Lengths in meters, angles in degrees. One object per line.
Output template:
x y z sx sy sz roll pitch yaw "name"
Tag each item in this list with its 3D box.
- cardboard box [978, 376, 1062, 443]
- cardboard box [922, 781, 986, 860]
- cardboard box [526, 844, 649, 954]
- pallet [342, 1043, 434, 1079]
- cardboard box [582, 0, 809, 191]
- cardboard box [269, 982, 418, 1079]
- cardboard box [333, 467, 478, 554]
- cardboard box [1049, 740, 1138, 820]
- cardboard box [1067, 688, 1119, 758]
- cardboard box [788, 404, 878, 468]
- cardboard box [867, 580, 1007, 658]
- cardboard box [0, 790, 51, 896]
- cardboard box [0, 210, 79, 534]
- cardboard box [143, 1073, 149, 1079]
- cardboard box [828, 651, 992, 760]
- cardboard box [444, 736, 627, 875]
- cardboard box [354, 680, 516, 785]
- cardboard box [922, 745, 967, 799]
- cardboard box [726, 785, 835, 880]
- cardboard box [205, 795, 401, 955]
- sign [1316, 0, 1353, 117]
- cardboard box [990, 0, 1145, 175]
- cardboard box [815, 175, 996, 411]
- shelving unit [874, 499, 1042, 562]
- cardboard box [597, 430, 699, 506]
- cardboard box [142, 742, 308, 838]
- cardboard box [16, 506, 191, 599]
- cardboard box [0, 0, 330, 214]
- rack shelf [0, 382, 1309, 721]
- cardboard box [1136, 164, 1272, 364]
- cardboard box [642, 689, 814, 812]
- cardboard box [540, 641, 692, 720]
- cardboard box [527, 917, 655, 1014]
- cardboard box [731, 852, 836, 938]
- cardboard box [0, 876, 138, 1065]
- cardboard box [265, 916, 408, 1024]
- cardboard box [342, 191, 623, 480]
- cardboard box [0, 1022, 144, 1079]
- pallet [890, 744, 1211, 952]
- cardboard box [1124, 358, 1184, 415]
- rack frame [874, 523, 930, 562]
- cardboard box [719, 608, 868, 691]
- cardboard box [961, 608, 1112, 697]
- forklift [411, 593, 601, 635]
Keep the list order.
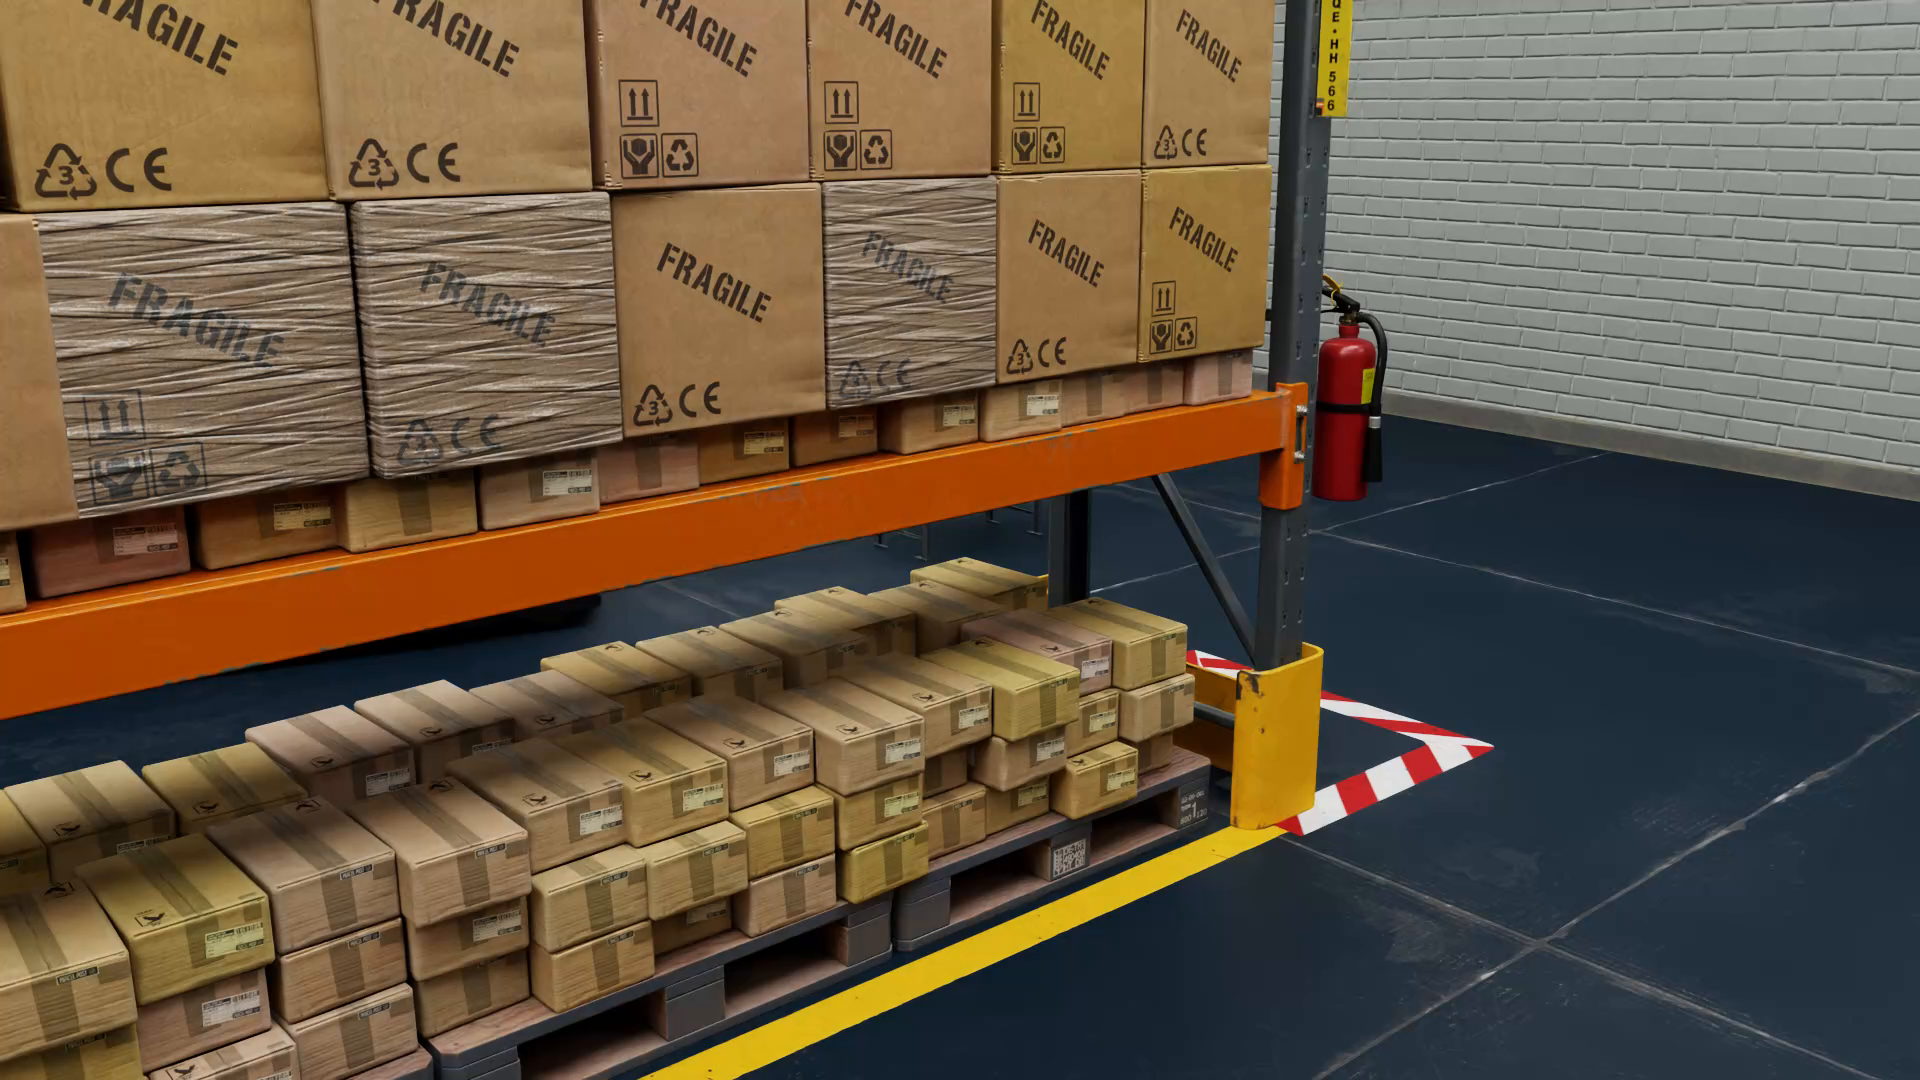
0.046 -0.367 4.299 0.250 0.149 0.380 -12 19 -38 "cardboard box"
-0.146 0.713 4.479 0.250 0.149 0.380 -12 19 -39 "cardboard box"
-0.906 0.756 3.741 0.250 0.149 0.380 -13 20 -40 "cardboard box"
-1.858 1.177 3.433 1.213 0.211 1.003 -13 19 -39 "pallet"
-0.672 -1.010 3.511 0.500 0.500 0.500 -14 20 -41 "cardboard box"
-1.344 0.976 3.494 0.250 0.149 0.380 -13 20 -40 "cardboard box"
-1.159 -0.101 3.301 0.250 0.149 0.380 -12 19 -38 "cardboard box"
0.288 0.641 4.749 0.250 0.149 0.380 -12 19 -38 "cardboard box"
0.232 0.483 4.765 0.250 0.149 0.380 -13 20 -41 "cardboard box"
-0.414 -0.294 4.025 0.250 0.149 0.380 -14 20 -42 "cardboard box"
-0.072 0.253 5.048 0.250 0.149 0.380 -12 19 -38 "cardboard box"
-2.078 0.676 3.465 0.250 0.149 0.380 -12 19 -39 "cardboard box"
-1.803 -0.276 2.701 0.500 0.500 0.500 -13 20 -40 "cardboard box"
-1.656 1.081 3.101 0.250 0.149 0.380 -12 19 -38 "cardboard box"
-0.134 0.431 4.383 0.250 0.149 0.380 -14 20 -42 "cardboard box"
-0.962 0.594 3.771 0.250 0.149 0.380 -14 20 -42 "cardboard box"
-1.309 0.492 4.155 0.250 0.149 0.380 -14 20 -41 "cardboard box"
-0.196 0.563 4.465 0.250 0.149 0.380 -13 20 -40 "cardboard box"
-0.514 0.667 4.073 0.250 0.149 0.380 -11 19 -37 "cardboard box"
-1.359 0.684 3.436 0.250 0.149 0.380 -13 20 -41 "cardboard box"
1.025 -1.327 4.551 0.005 0.325 0.100 -13 19 -39 "sign"
0.111 -1.190 4.185 0.500 0.500 0.500 -14 20 -41 "cardboard box"
-0.263 -0.619 3.983 0.500 0.500 0.500 -13 19 -39 "cardboard box"
-0.005 -0.723 8.052 0.755 1.500 0.431 -13 19 -39 "shelving unit"
-0.780 -0.199 3.670 0.250 0.149 0.380 -12 19 -37 "cardboard box"
-1.648 0.604 3.736 0.250 0.149 0.380 -12 19 -38 "cardboard box"
-1.601 -0.026 3.021 0.250 0.149 0.380 -14 20 -42 "cardboard box"
-1.461 -0.844 2.890 0.500 0.500 0.500 -13 20 -41 "cardboard box"
-0.833 -0.040 3.983 4.000 0.370 1.077 -13 19 -39 "rack shelf"
0.506 -0.793 4.635 0.500 0.500 0.500 -12 19 -38 "cardboard box"
-0.571 0.510 4.085 0.250 0.149 0.380 -14 20 -41 "cardboard box"
-0.923 0.410 4.462 0.250 0.149 0.380 -12 19 -39 "cardboard box"
-0.904 0.898 3.785 0.250 0.149 0.380 -13 20 -41 "cardboard box"
-0.516 0.811 4.112 0.250 0.149 0.380 -12 19 -38 "cardboard box"
-1.699 0.785 3.058 0.250 0.149 0.380 -11 19 -37 "cardboard box"
-1.361 0.829 3.470 0.250 0.149 0.380 -14 20 -42 "cardboard box"
-1.031 -0.440 3.313 0.500 0.500 0.500 -13 20 -41 "cardboard box"
-1.726 0.922 3.120 0.250 0.149 0.380 -12 19 -39 "cardboard box"
-0.018 0.764 4.981 1.213 0.211 1.003 -13 19 -39 "pallet"
0.403 -0.460 4.648 0.250 0.149 0.380 -13 20 -39 "cardboard box"
-0.281 -0.661 7.820 0.023 1.500 0.400 -13 19 -39 "rack frame"
-0.479 0.329 4.764 0.250 0.149 0.380 -14 20 -42 "cardboard box"
0.215 0.331 4.758 0.250 0.149 0.380 -12 19 -38 "cardboard box"
-3.065 -1.023 6.402 3.031 2.935 1.130 -7 16 -24 "forklift"
